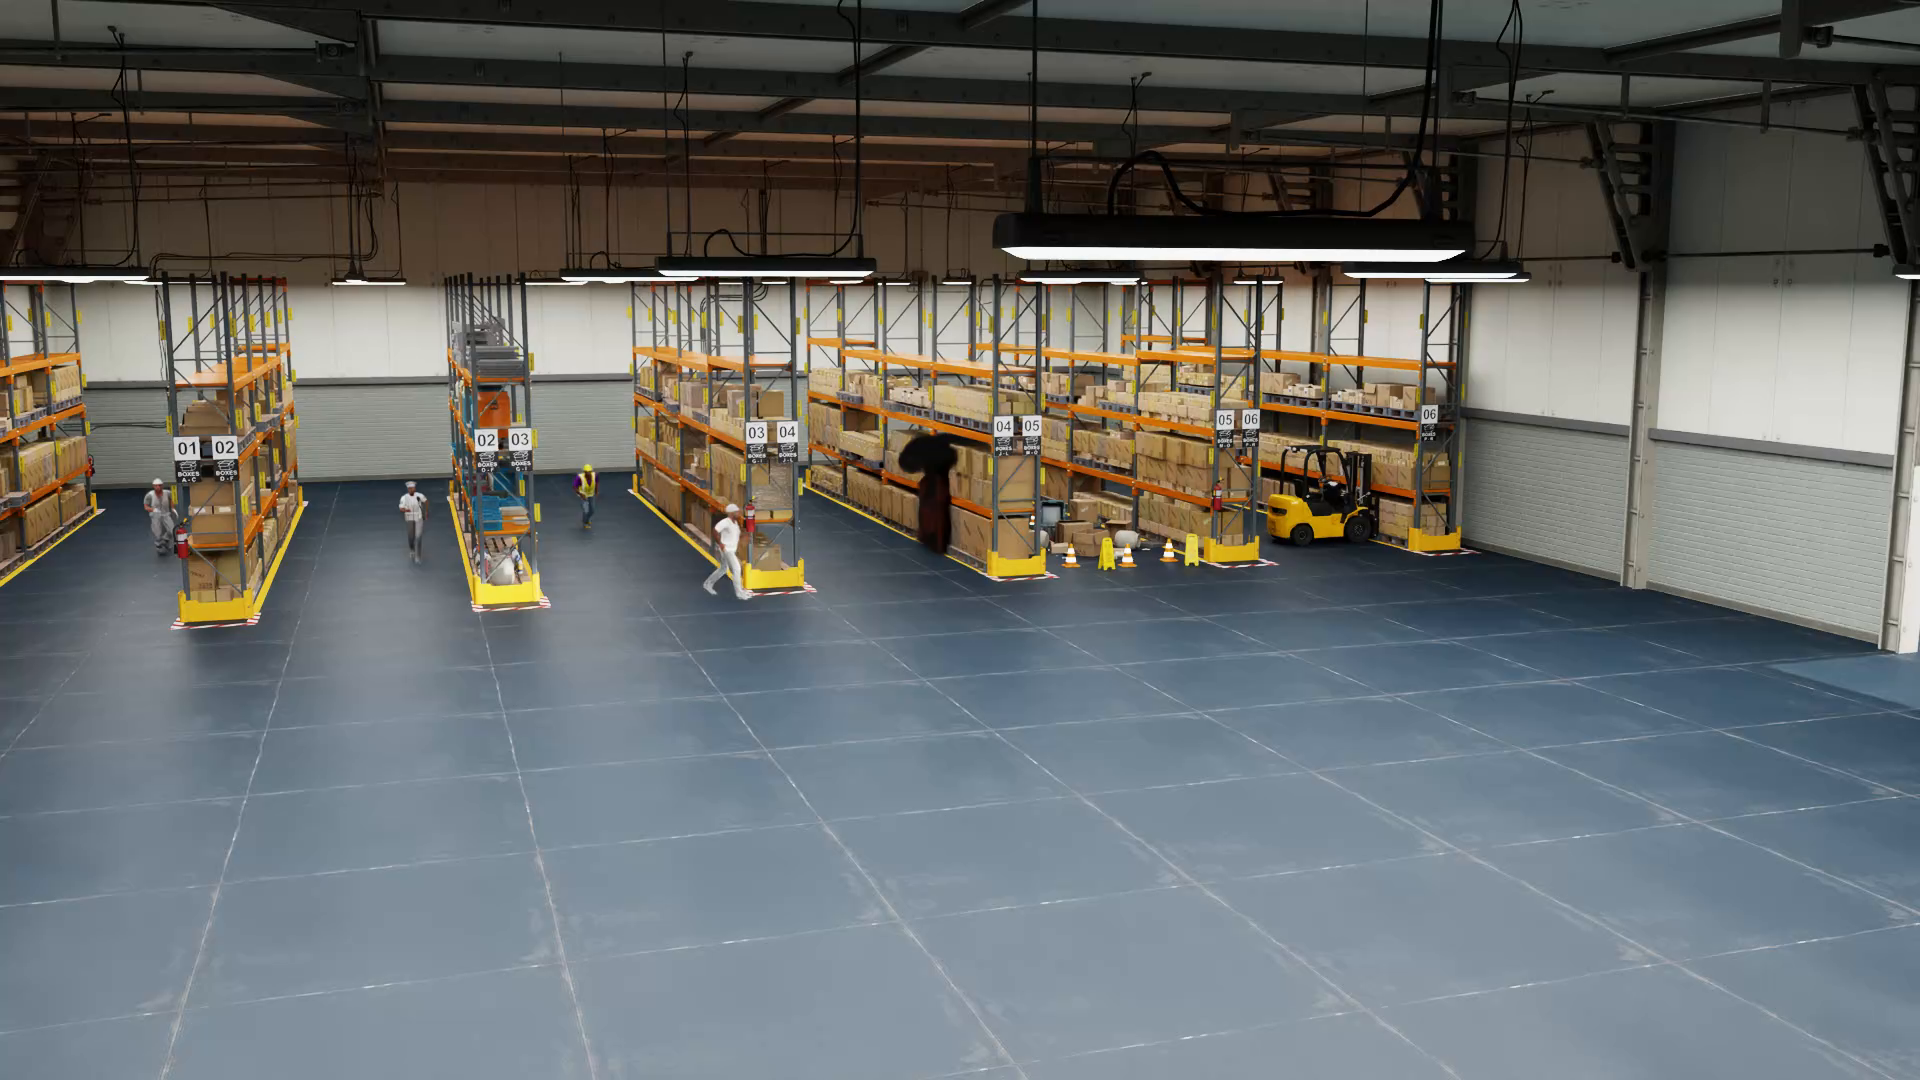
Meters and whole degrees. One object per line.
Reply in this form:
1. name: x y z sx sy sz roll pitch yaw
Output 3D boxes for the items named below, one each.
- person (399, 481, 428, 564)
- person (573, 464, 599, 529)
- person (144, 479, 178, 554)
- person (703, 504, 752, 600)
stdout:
1. person: -11.525 -0.411 35.137 0.566 1.714 0.899 -2 9 -11
2. person: -8.925 -1.043 39.652 0.671 1.596 0.940 -7 11 -40
3. person: -17.209 -0.500 35.849 0.688 1.676 0.810 -6 11 -35
4. person: -4.324 0.206 30.805 0.968 1.756 0.656 1 9 4
